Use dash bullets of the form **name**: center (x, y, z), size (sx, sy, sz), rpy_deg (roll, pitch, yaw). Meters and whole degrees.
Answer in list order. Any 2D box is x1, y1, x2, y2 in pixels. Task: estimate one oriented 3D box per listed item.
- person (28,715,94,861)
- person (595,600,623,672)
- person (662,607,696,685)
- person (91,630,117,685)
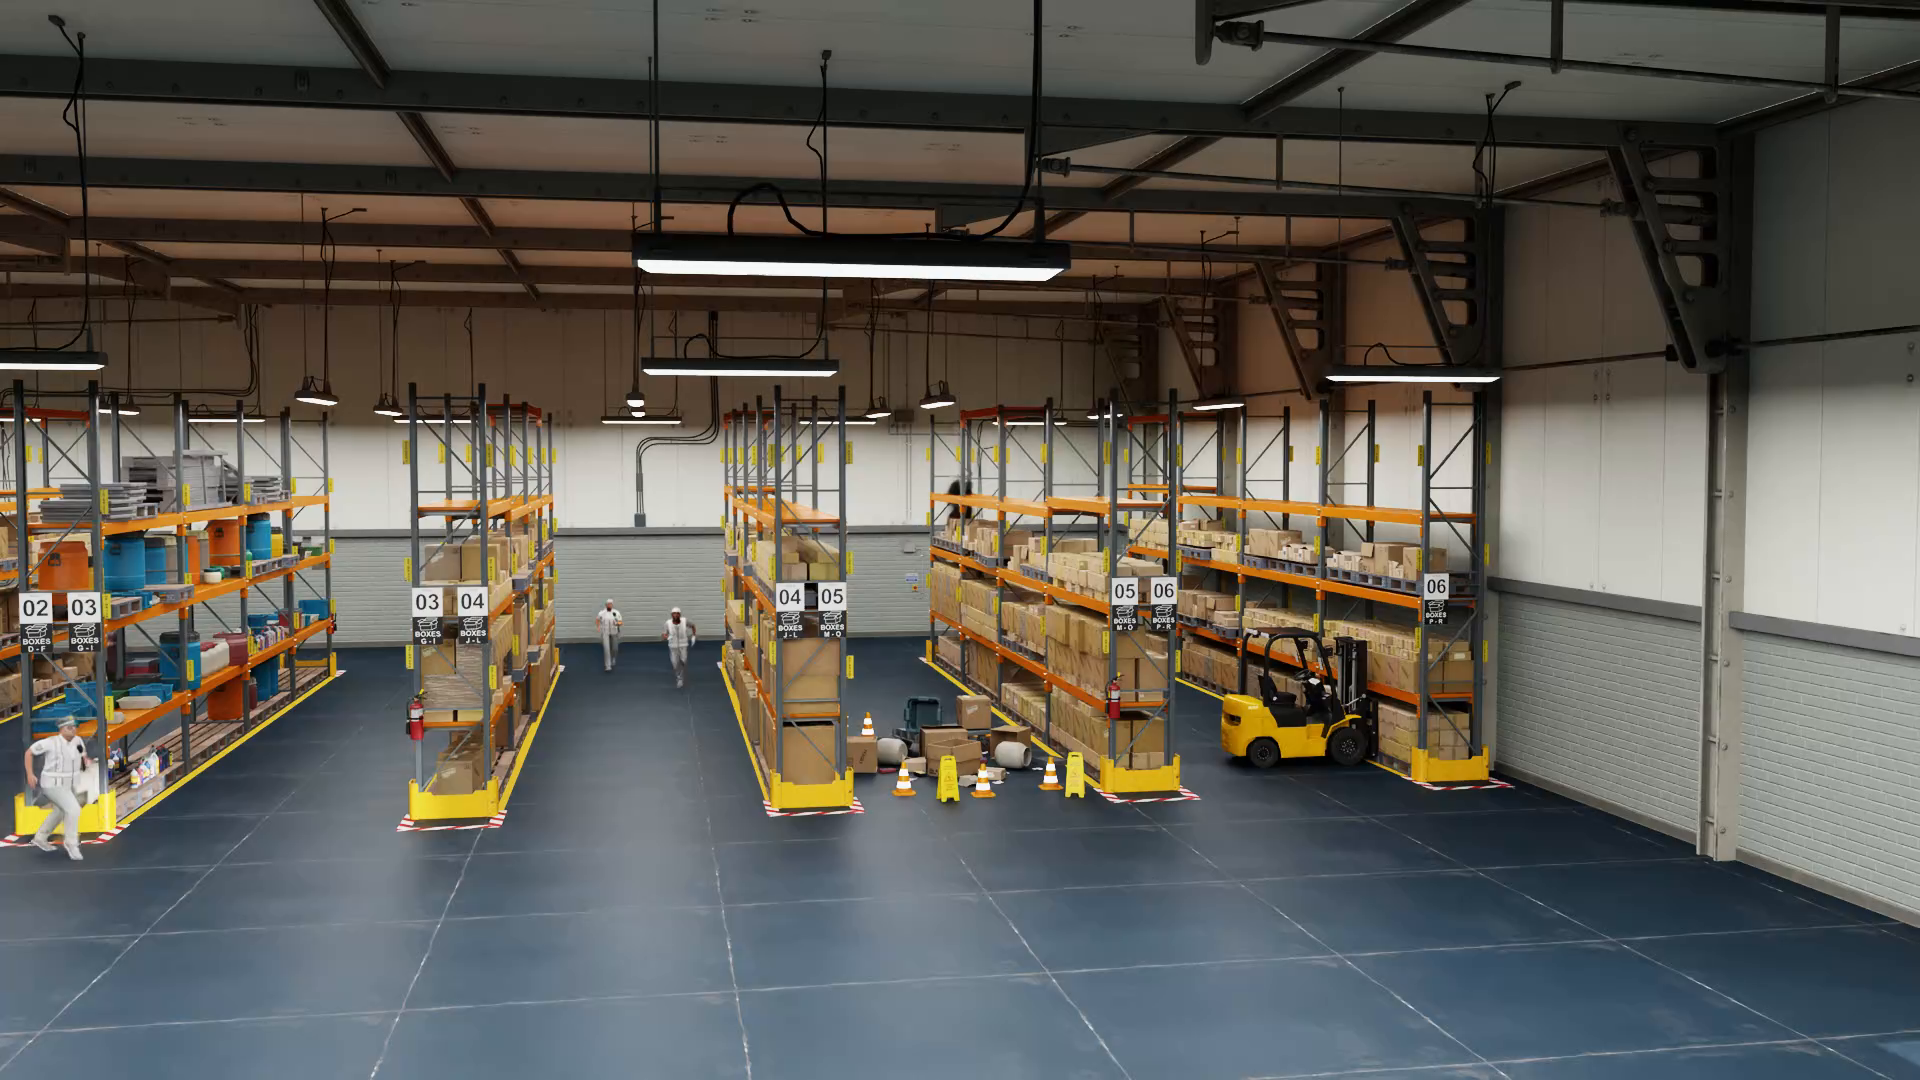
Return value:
- **person**: center (-11.185, 3.084, 20.703), size (0.873, 1.838, 0.687), rpy_deg (1, 3, 16)
- **person**: center (-8.181, 2.212, 38.806), size (0.620, 1.638, 0.843), rpy_deg (-1, 3, -17)
- **person**: center (-6.065, 2.303, 35.893), size (0.725, 1.724, 0.732), rpy_deg (-1, 3, -11)
- **person**: center (-17.048, 2.433, 33.199), size (0.686, 1.826, 0.827), rpy_deg (-1, 3, -14)
